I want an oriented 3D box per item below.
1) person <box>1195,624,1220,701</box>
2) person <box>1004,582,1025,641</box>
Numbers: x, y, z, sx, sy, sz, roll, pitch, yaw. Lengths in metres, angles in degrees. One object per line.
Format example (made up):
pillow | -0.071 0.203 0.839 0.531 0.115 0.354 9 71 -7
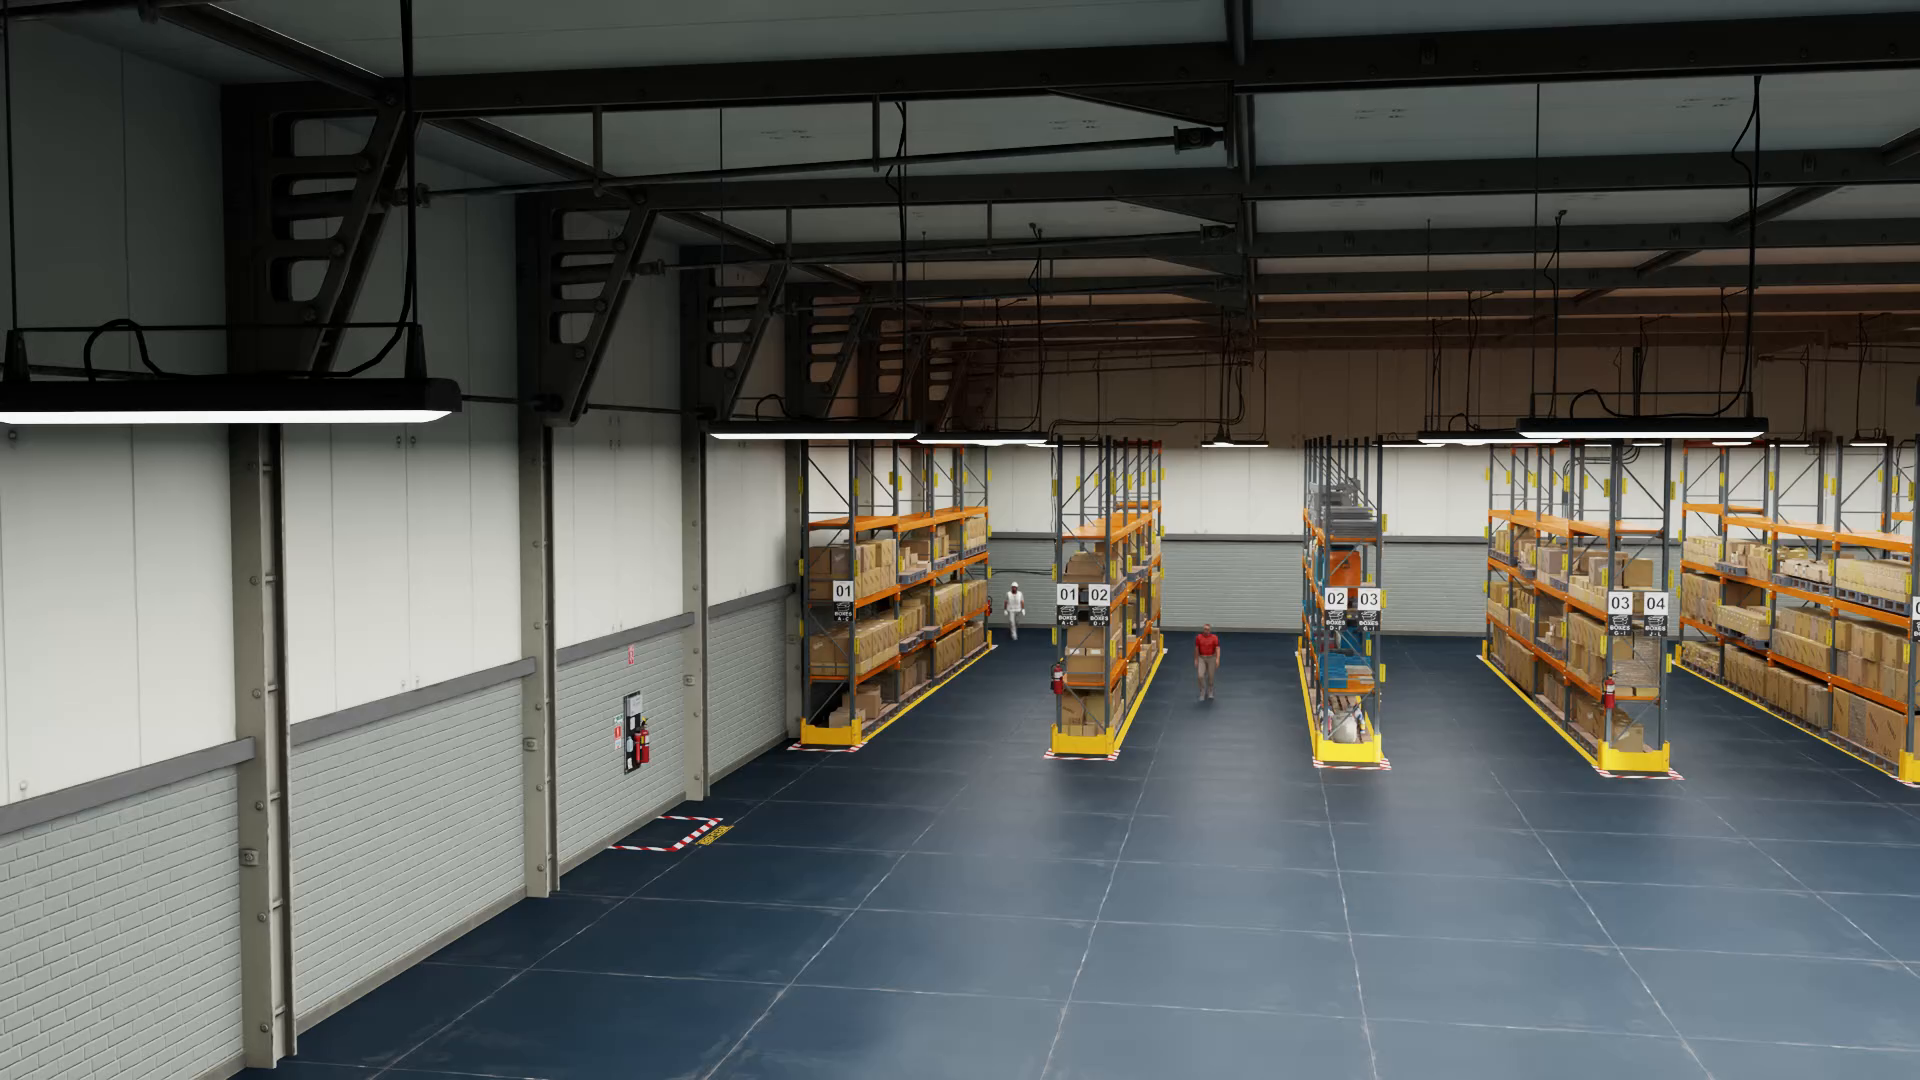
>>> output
person | 5.683 2.816 38.226 0.585 1.790 0.540 1 3 11
person | 1.644 2.136 50.032 0.564 1.724 1.136 -1 3 -15
